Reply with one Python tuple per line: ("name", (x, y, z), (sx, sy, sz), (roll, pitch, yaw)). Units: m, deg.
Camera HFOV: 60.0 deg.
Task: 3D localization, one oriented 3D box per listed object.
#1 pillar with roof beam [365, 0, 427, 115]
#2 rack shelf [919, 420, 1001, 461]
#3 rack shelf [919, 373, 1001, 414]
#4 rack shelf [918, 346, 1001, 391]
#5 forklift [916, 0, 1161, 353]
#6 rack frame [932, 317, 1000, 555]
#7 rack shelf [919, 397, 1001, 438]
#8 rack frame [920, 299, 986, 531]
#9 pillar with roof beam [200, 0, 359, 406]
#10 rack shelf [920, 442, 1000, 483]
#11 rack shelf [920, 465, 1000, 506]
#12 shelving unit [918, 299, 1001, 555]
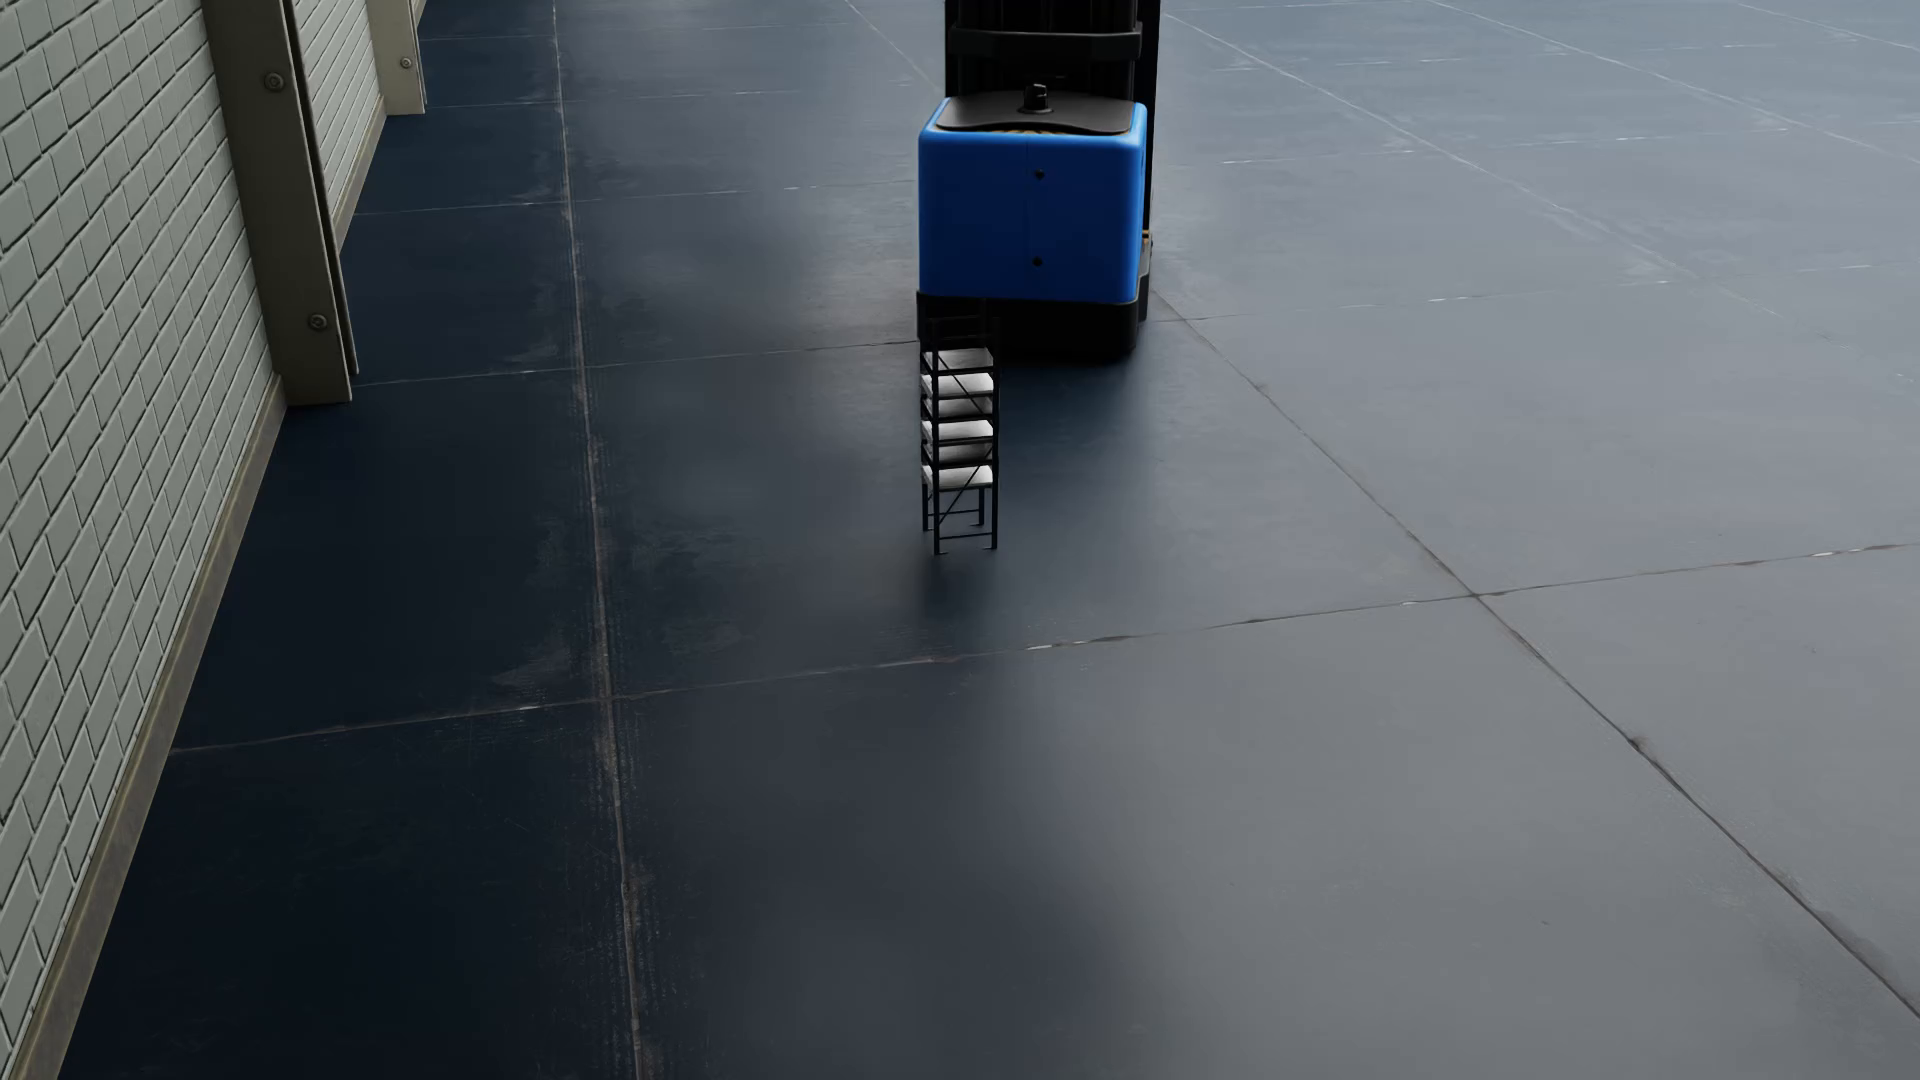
("pillar with roof beam", (-0.096, -7.785, 11.688), (9.100, 9.000, 0.400), (-6, 27, -12))
("rack shelf", (-0.002, -0.376, 6.069), (0.258, 0.077, 0.200), (-6, 27, -12))
("rack shelf", (-0.002, -0.536, 5.988), (0.258, 0.077, 0.200), (-6, 27, -12))
("rack shelf", (-0.002, -0.617, 5.948), (0.258, 0.077, 0.200), (-6, 27, -12))
("forklift", (0.499, -2.826, 8.597), (1.130, 2.935, 3.031), (3, 27, 7))
("rack frame", (0.021, -0.361, 5.966), (0.240, 0.900, 0.006), (-6, 27, -12))
("rack shelf", (-0.002, -0.456, 6.029), (0.258, 0.077, 0.200), (-6, 27, -12))
("rack frame", (-0.025, -0.450, 6.143), (0.240, 0.900, 0.006), (-6, 27, -12))
("pillar with roof beam", (1.256, -5.151, 6.469), (9.100, 9.000, 0.400), (-6, 27, -12))
("rack shelf", (-0.002, -0.295, 6.110), (0.258, 0.077, 0.200), (-6, 27, -12))
("rack shelf", (-0.002, -0.215, 6.150), (0.258, 0.077, 0.200), (-6, 27, -12))
("shelving unit", (-0.002, -0.405, 6.054), (0.258, 0.900, 0.210), (-6, 27, -12))
